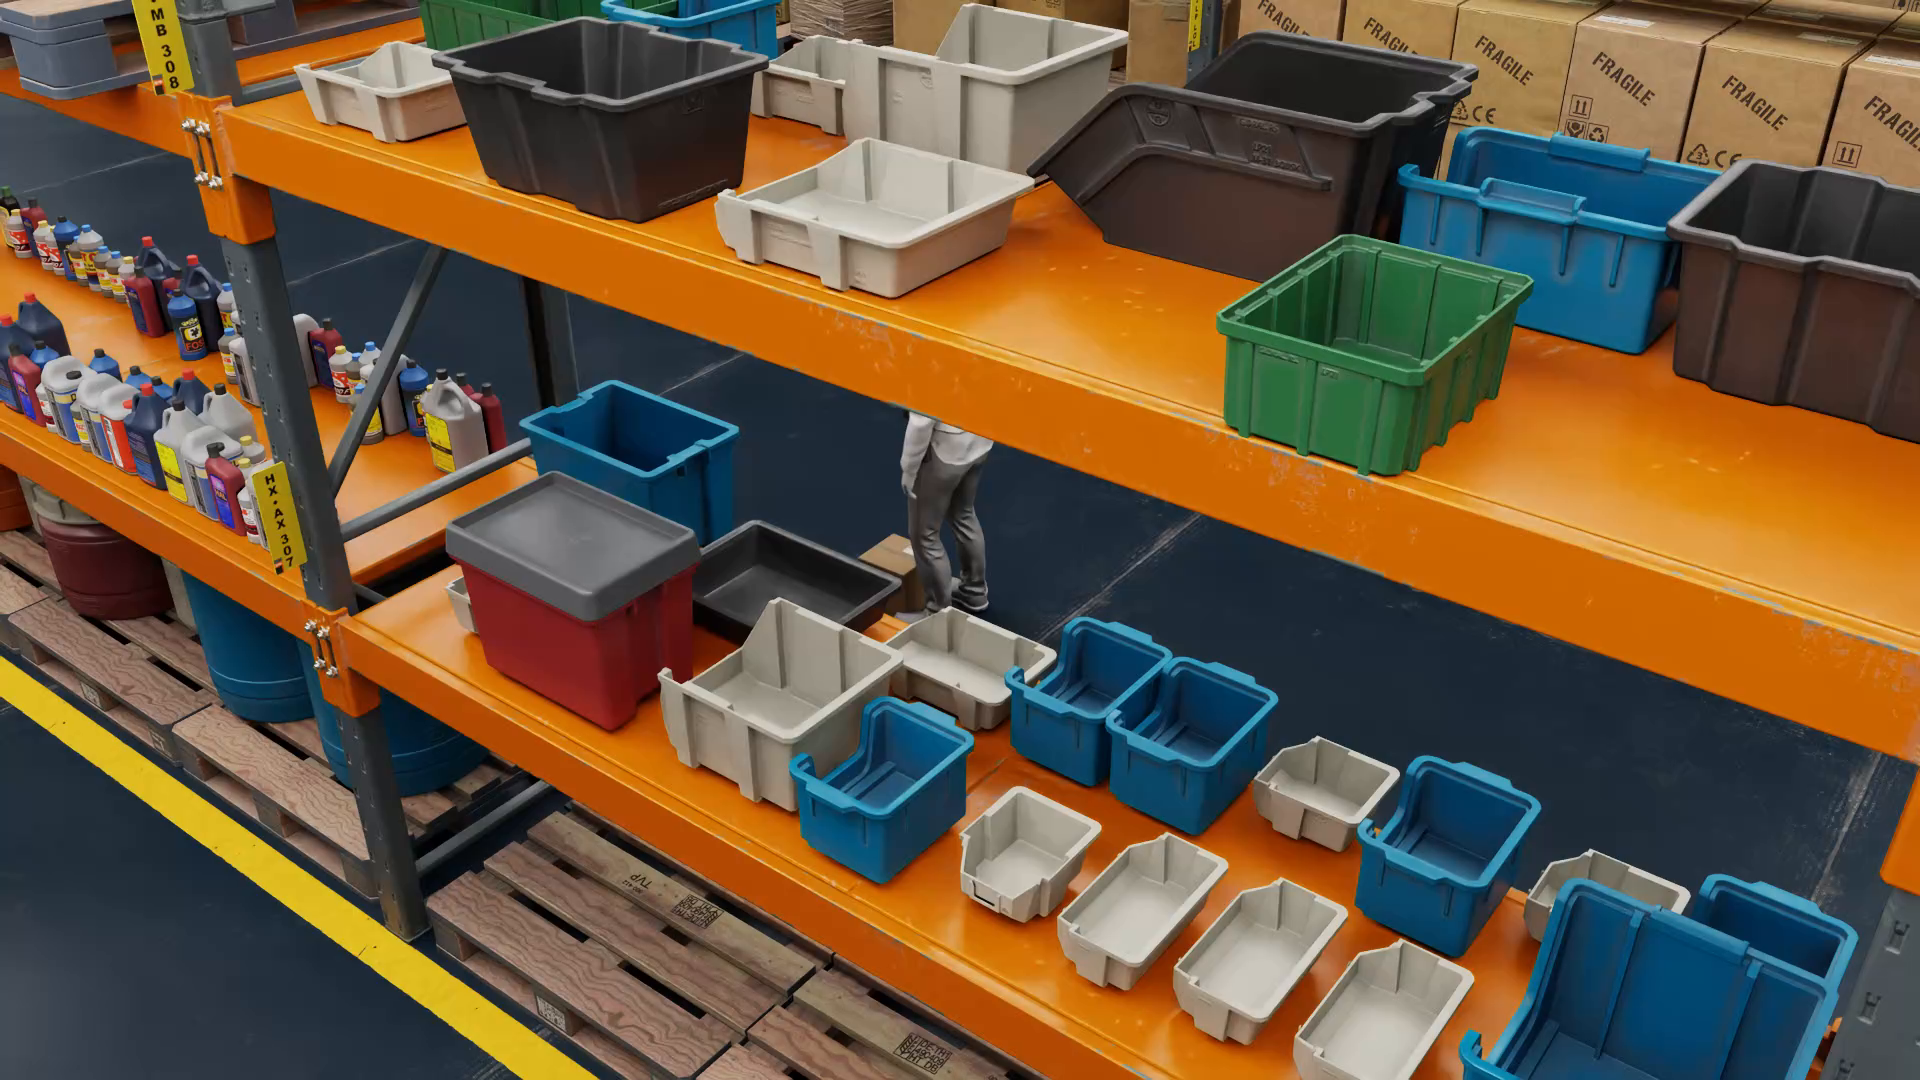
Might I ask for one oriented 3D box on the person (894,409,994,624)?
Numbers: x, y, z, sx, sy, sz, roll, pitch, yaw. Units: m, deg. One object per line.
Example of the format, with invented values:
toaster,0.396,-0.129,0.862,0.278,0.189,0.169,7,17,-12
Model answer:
person,-0.063,-0.369,6.742,0.375,1.662,0.512,20,36,29
